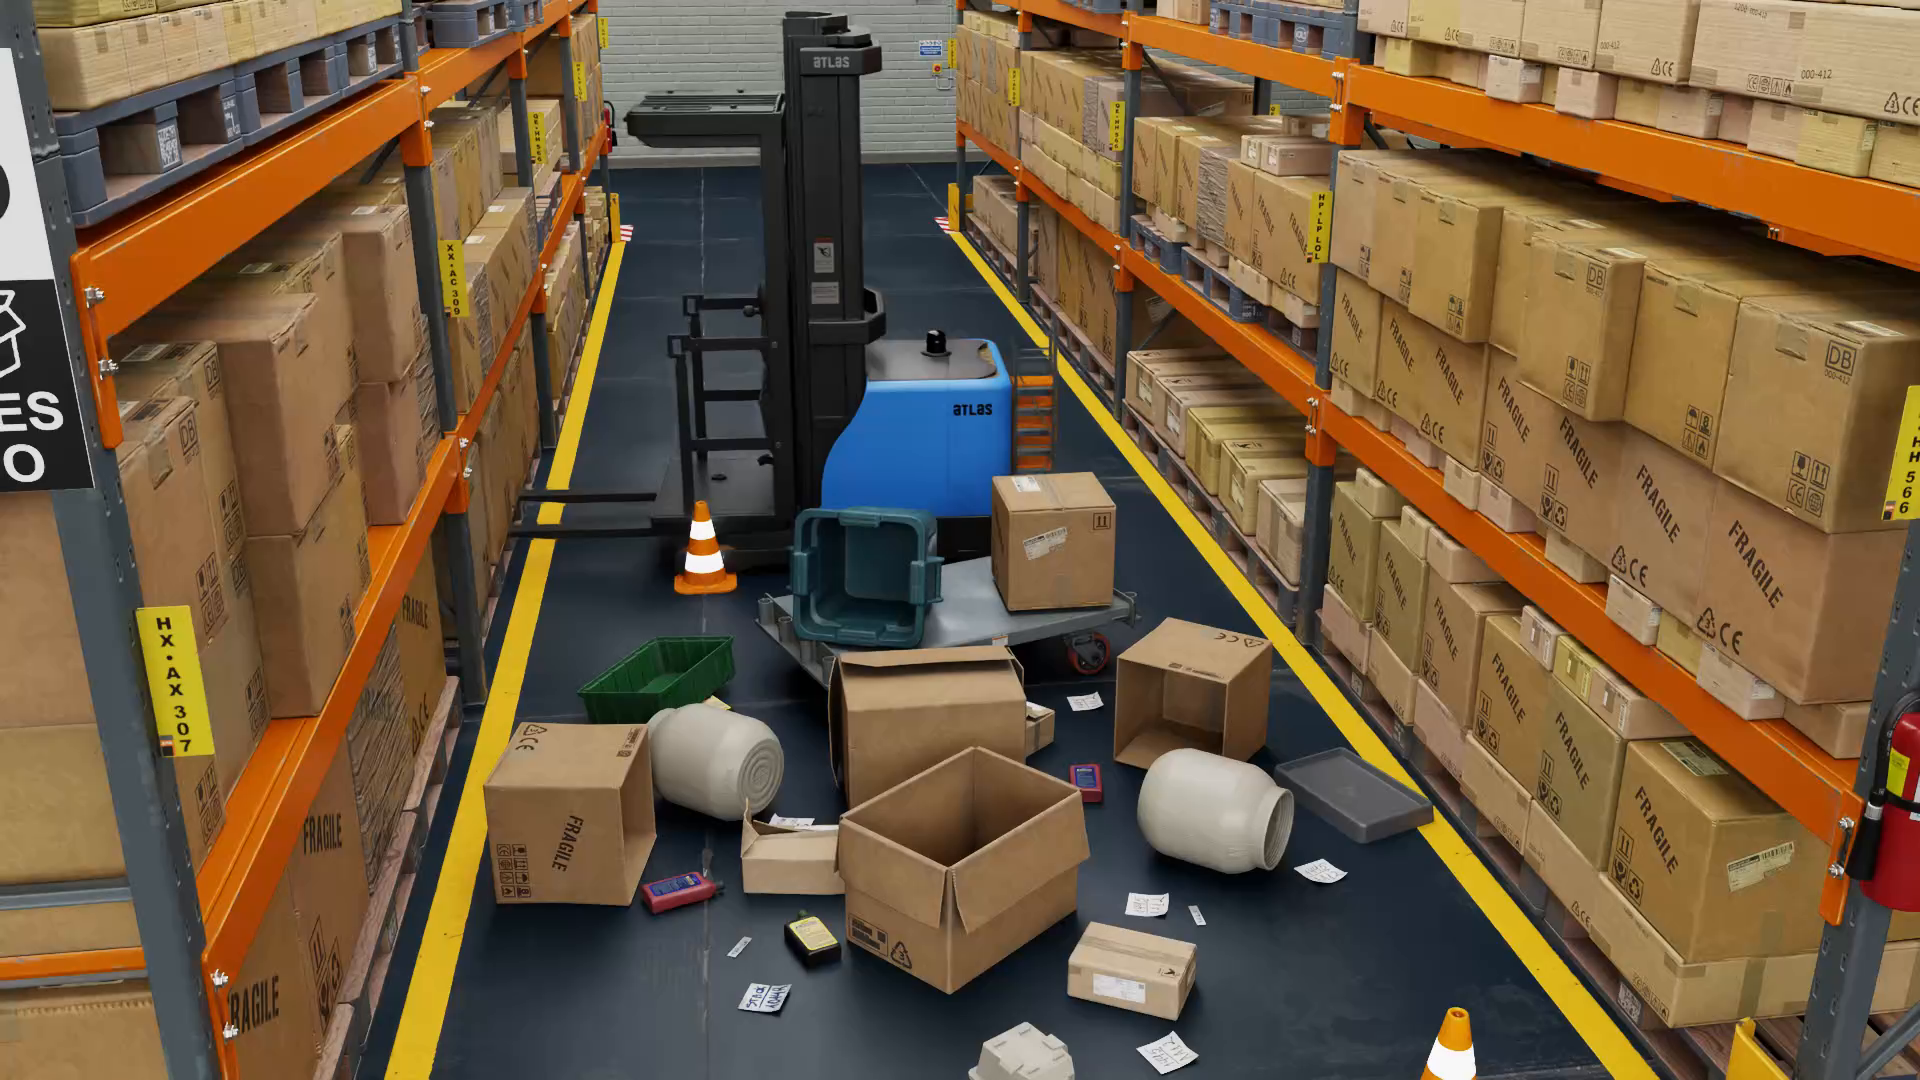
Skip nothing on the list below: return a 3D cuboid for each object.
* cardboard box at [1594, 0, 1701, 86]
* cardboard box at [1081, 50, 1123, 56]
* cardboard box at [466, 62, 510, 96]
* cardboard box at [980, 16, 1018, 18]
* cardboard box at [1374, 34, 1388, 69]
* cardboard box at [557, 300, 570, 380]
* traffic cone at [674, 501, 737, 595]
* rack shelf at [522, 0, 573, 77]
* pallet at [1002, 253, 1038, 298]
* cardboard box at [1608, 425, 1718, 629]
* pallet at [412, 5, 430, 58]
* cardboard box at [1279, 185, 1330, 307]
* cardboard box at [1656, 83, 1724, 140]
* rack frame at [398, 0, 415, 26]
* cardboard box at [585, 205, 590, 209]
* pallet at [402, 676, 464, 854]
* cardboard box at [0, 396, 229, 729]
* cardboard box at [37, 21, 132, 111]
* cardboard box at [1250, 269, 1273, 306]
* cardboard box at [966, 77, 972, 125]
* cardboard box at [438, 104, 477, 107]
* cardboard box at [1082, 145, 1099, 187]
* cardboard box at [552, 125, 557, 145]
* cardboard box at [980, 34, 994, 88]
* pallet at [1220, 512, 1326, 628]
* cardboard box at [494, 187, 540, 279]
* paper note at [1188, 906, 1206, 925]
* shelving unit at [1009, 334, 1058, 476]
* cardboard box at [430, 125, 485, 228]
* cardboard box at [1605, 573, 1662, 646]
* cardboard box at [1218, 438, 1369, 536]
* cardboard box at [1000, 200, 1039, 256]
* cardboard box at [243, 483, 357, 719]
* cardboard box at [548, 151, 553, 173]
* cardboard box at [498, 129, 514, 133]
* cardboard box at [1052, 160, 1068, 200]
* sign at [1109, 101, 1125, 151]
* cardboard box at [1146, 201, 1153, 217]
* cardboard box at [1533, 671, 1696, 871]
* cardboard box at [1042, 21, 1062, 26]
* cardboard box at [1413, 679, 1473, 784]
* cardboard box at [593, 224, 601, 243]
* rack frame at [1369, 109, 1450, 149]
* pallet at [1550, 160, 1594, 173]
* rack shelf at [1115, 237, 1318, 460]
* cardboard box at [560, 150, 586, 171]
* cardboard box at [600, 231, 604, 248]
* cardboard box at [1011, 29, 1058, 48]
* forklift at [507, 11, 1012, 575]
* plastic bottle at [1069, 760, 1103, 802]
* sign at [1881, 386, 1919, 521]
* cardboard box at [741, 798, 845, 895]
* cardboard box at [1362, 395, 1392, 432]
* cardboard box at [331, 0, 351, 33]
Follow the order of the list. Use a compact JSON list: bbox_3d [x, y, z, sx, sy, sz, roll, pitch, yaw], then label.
[{"bbox_3d":[2.278,-1.523,5.010,0.500,0.250,0.500,-2,21,-6],"label":"cardboard box"},{"bbox_3d":[1.353,-4.060,14.727,0.500,0.500,0.500,-2,21,-6],"label":"cardboard box"},{"bbox_3d":[-4.179,-4.206,14.692,0.500,0.500,0.500,-4,21,-10],"label":"cardboard box"},{"bbox_3d":[0.419,-5.392,17.368,0.380,0.149,0.250,-3,21,-7],"label":"cardboard box"},{"bbox_3d":[1.993,-2.083,7.077,0.380,0.149,0.250,-3,21,-9],"label":"cardboard box"},{"bbox_3d":[-3.193,-1.474,12.349,0.500,0.500,0.500,-3,21,-7],"label":"cardboard box"},{"bbox_3d":[-1.390,0.016,9.012,0.336,0.463,0.334,-3,21,-8],"label":"traffic cone"},{"bbox_3d":[-3.556,-3.778,12.284,1.077,0.370,4.000,-3,21,-8],"label":"rack shelf"},{"bbox_3d":[1.008,-2.647,16.503,1.003,0.211,1.213,-3,21,-8],"label":"pallet"},{"bbox_3d":[2.351,-0.066,5.037,0.500,0.500,0.500,-3,21,-8],"label":"cardboard box"},{"bbox_3d":[-2.872,-2.263,7.473,0.805,0.209,1.217,-4,21,-10],"label":"pallet"},{"bbox_3d":[1.899,-1.448,8.138,0.500,0.500,0.500,-3,21,-9],"label":"cardboard box"},{"bbox_3d":[2.315,-1.282,4.933,0.380,0.149,0.250,-3,21,-8],"label":"cardboard box"},{"bbox_3d":[-2.691,-3.442,6.072,1.000,3.000,0.127,-3,21,-8],"label":"rack frame"},{"bbox_3d":[-3.954,-3.303,16.897,0.380,0.149,0.250,-4,21,-10],"label":"cardboard box"},{"bbox_3d":[-2.658,0.941,6.894,1.003,0.211,1.213,-3,21,-8],"label":"pallet"},{"bbox_3d":[-2.129,0.046,3.547,0.875,0.550,0.550,-3,21,-8],"label":"cardboard box"},{"bbox_3d":[-1.846,-0.913,3.203,0.380,0.149,0.250,-3,21,-7],"label":"cardboard box"},{"bbox_3d":[1.753,-1.340,8.775,0.380,0.149,0.250,-3,21,-9],"label":"cardboard box"},{"bbox_3d":[0.349,-4.764,18.041,0.500,0.500,0.500,-3,21,-9],"label":"cardboard box"},{"bbox_3d":[-4.196,-3.504,13.719,0.380,0.149,0.250,-2,21,-6],"label":"cardboard box"},{"bbox_3d":[1.218,-2.798,12.420,0.500,0.250,0.500,-3,21,-9],"label":"cardboard box"},{"bbox_3d":[-3.519,-3.315,13.639,0.380,0.149,0.250,-2,21,-5],"label":"cardboard box"},{"bbox_3d":[0.487,-4.877,16.915,0.500,0.500,0.500,-3,21,-8],"label":"cardboard box"},{"bbox_3d":[2.079,0.120,9.093,1.003,0.211,1.213,-3,21,-8],"label":"pallet"},{"bbox_3d":[-2.937,-1.921,10.431,0.500,0.500,0.500,-3,21,-8],"label":"cardboard box"},{"bbox_3d":[0.862,1.365,6.048,0.032,0.001,0.123,-3,21,-8],"label":"paper note"},{"bbox_3d":[0.413,-0.567,9.519,0.258,1.200,0.189,-2,21,-5],"label":"shelving unit"},{"bbox_3d":[-3.062,-2.024,9.275,0.700,0.500,0.500,-3,21,-9],"label":"cardboard box"},{"bbox_3d":[2.275,0.208,5.232,0.380,0.149,0.250,-3,21,-7],"label":"cardboard box"},{"bbox_3d":[2.008,-0.313,9.422,0.950,0.372,0.625,-2,21,-4],"label":"cardboard box"},{"bbox_3d":[0.926,-3.216,17.101,0.875,0.438,0.875,-4,21,-9],"label":"cardboard box"},{"bbox_3d":[-2.270,0.167,4.768,0.875,0.550,0.550,-3,21,-8],"label":"cardboard box"},{"bbox_3d":[-3.437,-2.994,13.205,0.380,0.149,0.250,-4,21,-10],"label":"cardboard box"},{"bbox_3d":[-3.293,-2.908,12.123,0.380,0.149,0.250,-2,21,-5],"label":"cardboard box"},{"bbox_3d":[1.039,-2.920,13.461,0.500,0.250,0.500,-3,21,-9],"label":"cardboard box"},{"bbox_3d":[1.068,-2.815,11.311,0.100,0.325,0.005,-3,21,-8],"label":"sign"},{"bbox_3d":[1.479,-2.259,11.236,0.380,0.149,0.250,-4,21,-11],"label":"cardboard box"},{"bbox_3d":[2.318,0.764,5.643,0.500,0.500,0.500,-2,21,-6],"label":"cardboard box"},{"bbox_3d":[1.018,-5.068,16.499,0.380,0.149,0.250,-3,21,-8],"label":"cardboard box"},{"bbox_3d":[2.178,0.760,6.723,0.500,0.250,0.500,-3,21,-8],"label":"cardboard box"},{"bbox_3d":[-3.812,-3.077,16.717,0.380,0.149,0.250,-3,21,-7],"label":"cardboard box"},{"bbox_3d":[5.375,-5.323,19.681,1.000,3.000,0.127,-3,21,-8],"label":"rack frame"},{"bbox_3d":[5.958,-3.566,15.251,1.003,0.211,1.213,-3,21,-8],"label":"pallet"},{"bbox_3d":[1.905,-1.272,9.863,1.077,0.370,4.000,-3,21,-8],"label":"rack shelf"},{"bbox_3d":[-3.561,-3.399,14.888,0.380,0.149,0.250,-2,21,-6],"label":"cardboard box"},{"bbox_3d":[-3.901,-3.127,17.275,0.380,0.149,0.250,-4,21,-10],"label":"cardboard box"},{"bbox_3d":[0.681,-4.596,15.236,0.380,0.149,0.250,-3,21,-9],"label":"cardboard box"},{"bbox_3d":[-1.247,-1.360,9.170,3.031,2.935,1.130,-1,21,-4],"label":"forklift"},{"bbox_3d":[0.523,1.001,6.948,0.133,0.061,0.283,1,20,2],"label":"plastic bottle"},{"bbox_3d":[2.218,-0.201,3.861,0.100,0.325,0.005,-3,21,-8],"label":"sign"},{"bbox_3d":[-0.620,1.151,6.255,0.396,0.266,0.258,1,20,2],"label":"cardboard box"},{"bbox_3d":[2.009,-0.589,7.365,0.380,0.149,0.250,-2,21,-6],"label":"cardboard box"},{"bbox_3d":[-2.175,-1.702,5.314,0.380,0.149,0.250,-3,21,-7],"label":"cardboard box"}]
